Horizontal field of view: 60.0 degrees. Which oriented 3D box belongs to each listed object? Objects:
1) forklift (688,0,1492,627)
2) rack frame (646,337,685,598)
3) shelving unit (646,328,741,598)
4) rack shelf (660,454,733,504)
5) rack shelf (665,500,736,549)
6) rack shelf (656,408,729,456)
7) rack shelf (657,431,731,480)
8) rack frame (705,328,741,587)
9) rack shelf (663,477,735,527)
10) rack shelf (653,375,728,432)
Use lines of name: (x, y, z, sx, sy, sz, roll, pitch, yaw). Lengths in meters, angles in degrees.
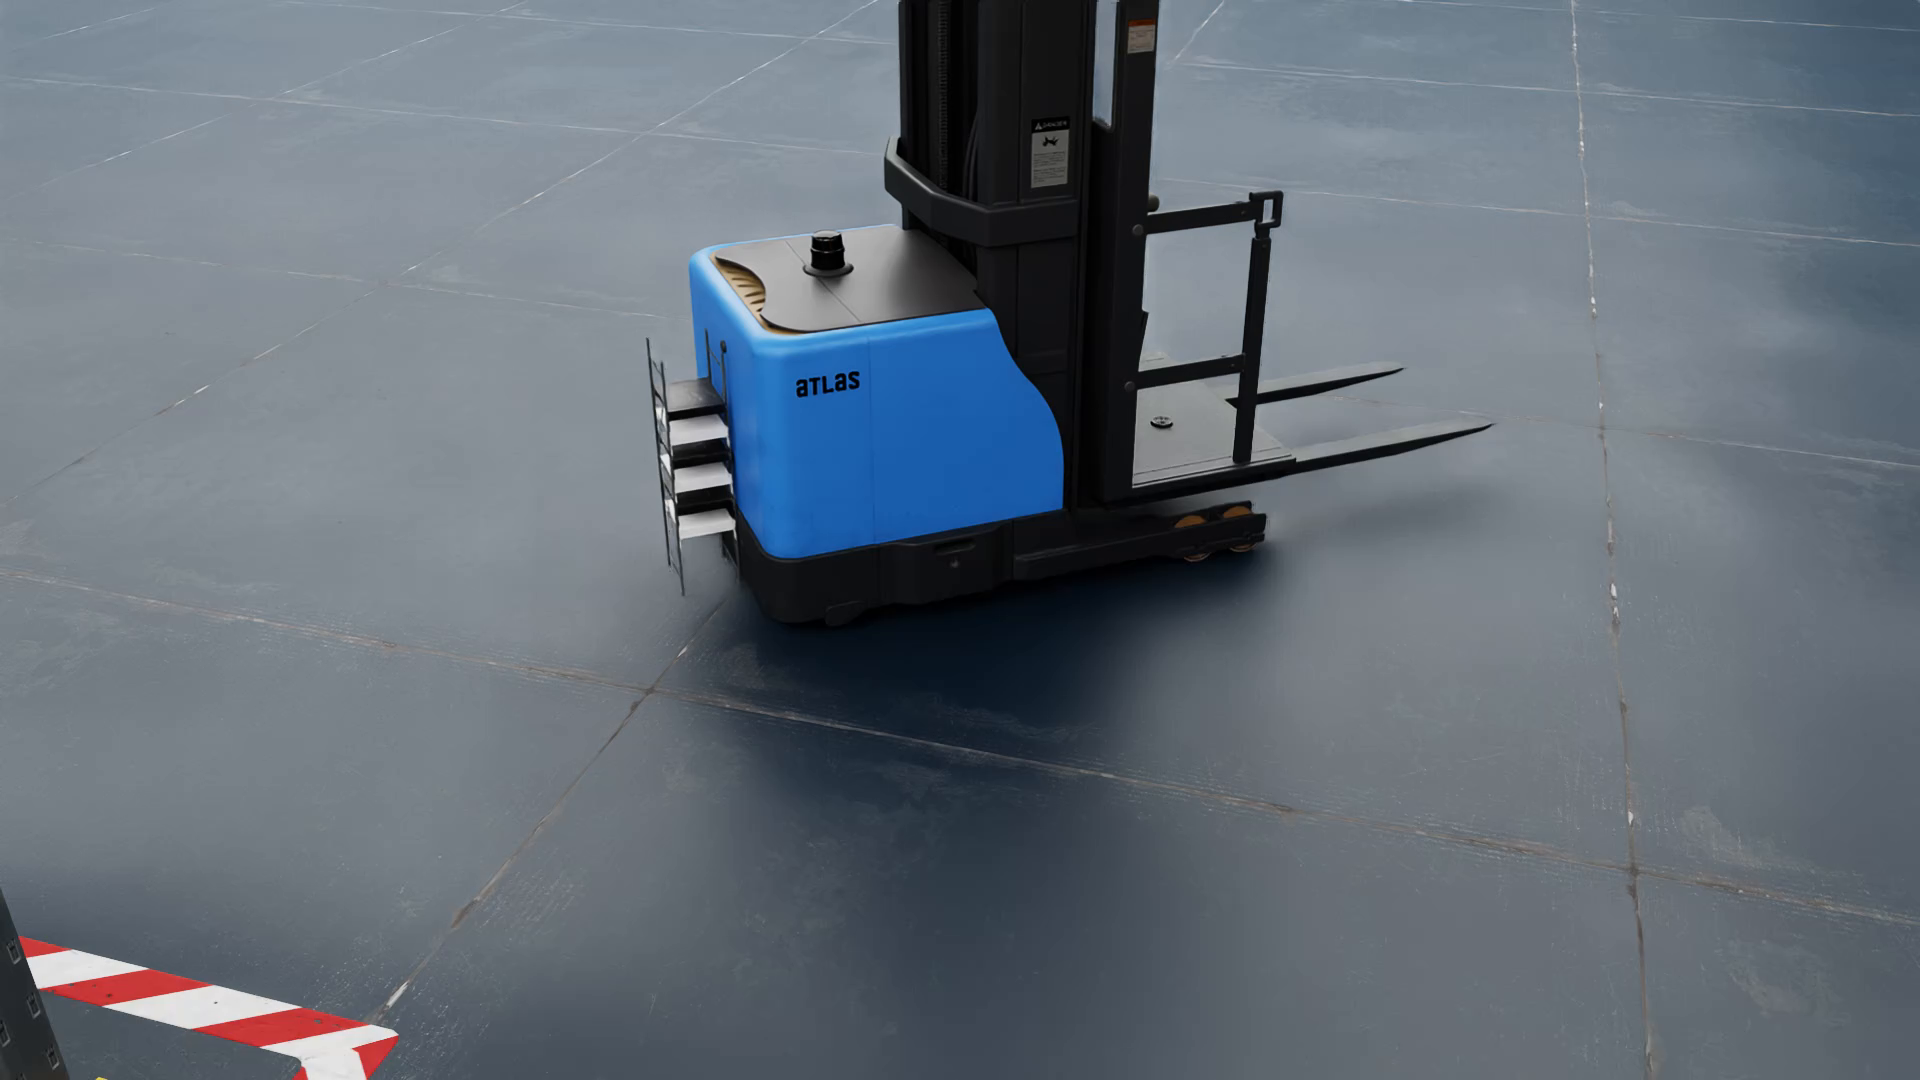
forklift: (0.593, -1.429, 5.804, 3.031, 2.935, 1.130, -11, 31, -19)
rack frame: (-1.019, -0.242, 5.760, 0.006, 0.900, 0.240, -11, 31, -19)
shelving unit: (-0.924, -0.260, 5.792, 0.210, 0.900, 0.258, -11, 31, -19)
rack shelf: (-0.924, -0.231, 5.808, 0.200, 0.077, 0.258, -11, 31, -19)
rack shelf: (-0.924, -0.074, 5.896, 0.200, 0.077, 0.258, -11, 31, -19)
rack shelf: (-0.924, -0.389, 5.721, 0.200, 0.077, 0.258, -11, 31, -19)
rack shelf: (-0.924, -0.310, 5.765, 0.200, 0.077, 0.258, -11, 31, -19)
rack frame: (-0.830, -0.278, 5.825, 0.006, 0.900, 0.240, -11, 31, -19)
rack shelf: (-0.924, -0.153, 5.852, 0.200, 0.077, 0.258, -11, 31, -19)
rack shelf: (-0.924, -0.467, 5.677, 0.200, 0.077, 0.258, -11, 31, -19)
